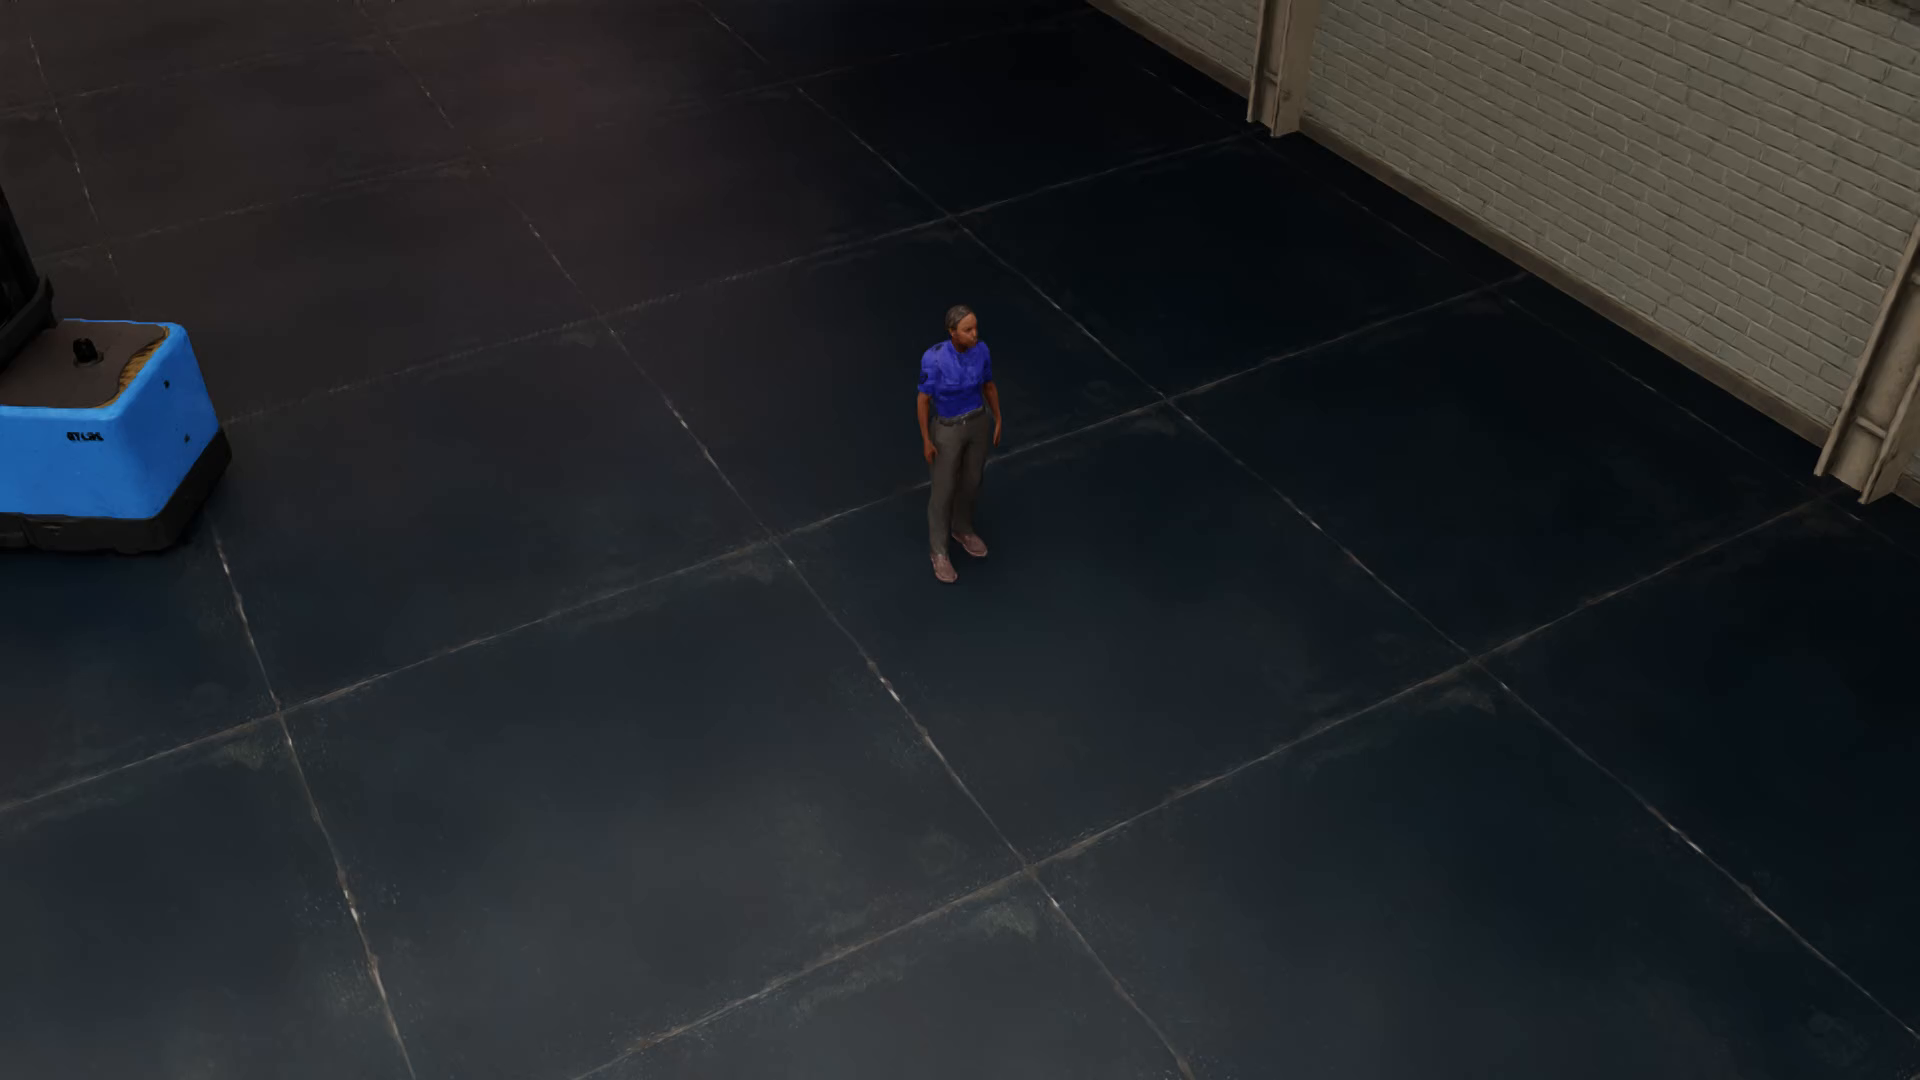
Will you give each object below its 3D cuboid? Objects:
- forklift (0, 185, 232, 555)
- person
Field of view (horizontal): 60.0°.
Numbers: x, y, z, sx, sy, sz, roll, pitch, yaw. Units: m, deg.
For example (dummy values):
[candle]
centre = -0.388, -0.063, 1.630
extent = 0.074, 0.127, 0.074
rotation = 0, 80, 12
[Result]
[forklift]
centre = -6.301, -1.406, 9.732
extent = 3.031, 2.935, 1.130
rotation = 3, 40, 3
[person]
centre = 0.027, -0.588, 9.733
extent = 0.570, 1.654, 0.503
rotation = -20, 44, -23
